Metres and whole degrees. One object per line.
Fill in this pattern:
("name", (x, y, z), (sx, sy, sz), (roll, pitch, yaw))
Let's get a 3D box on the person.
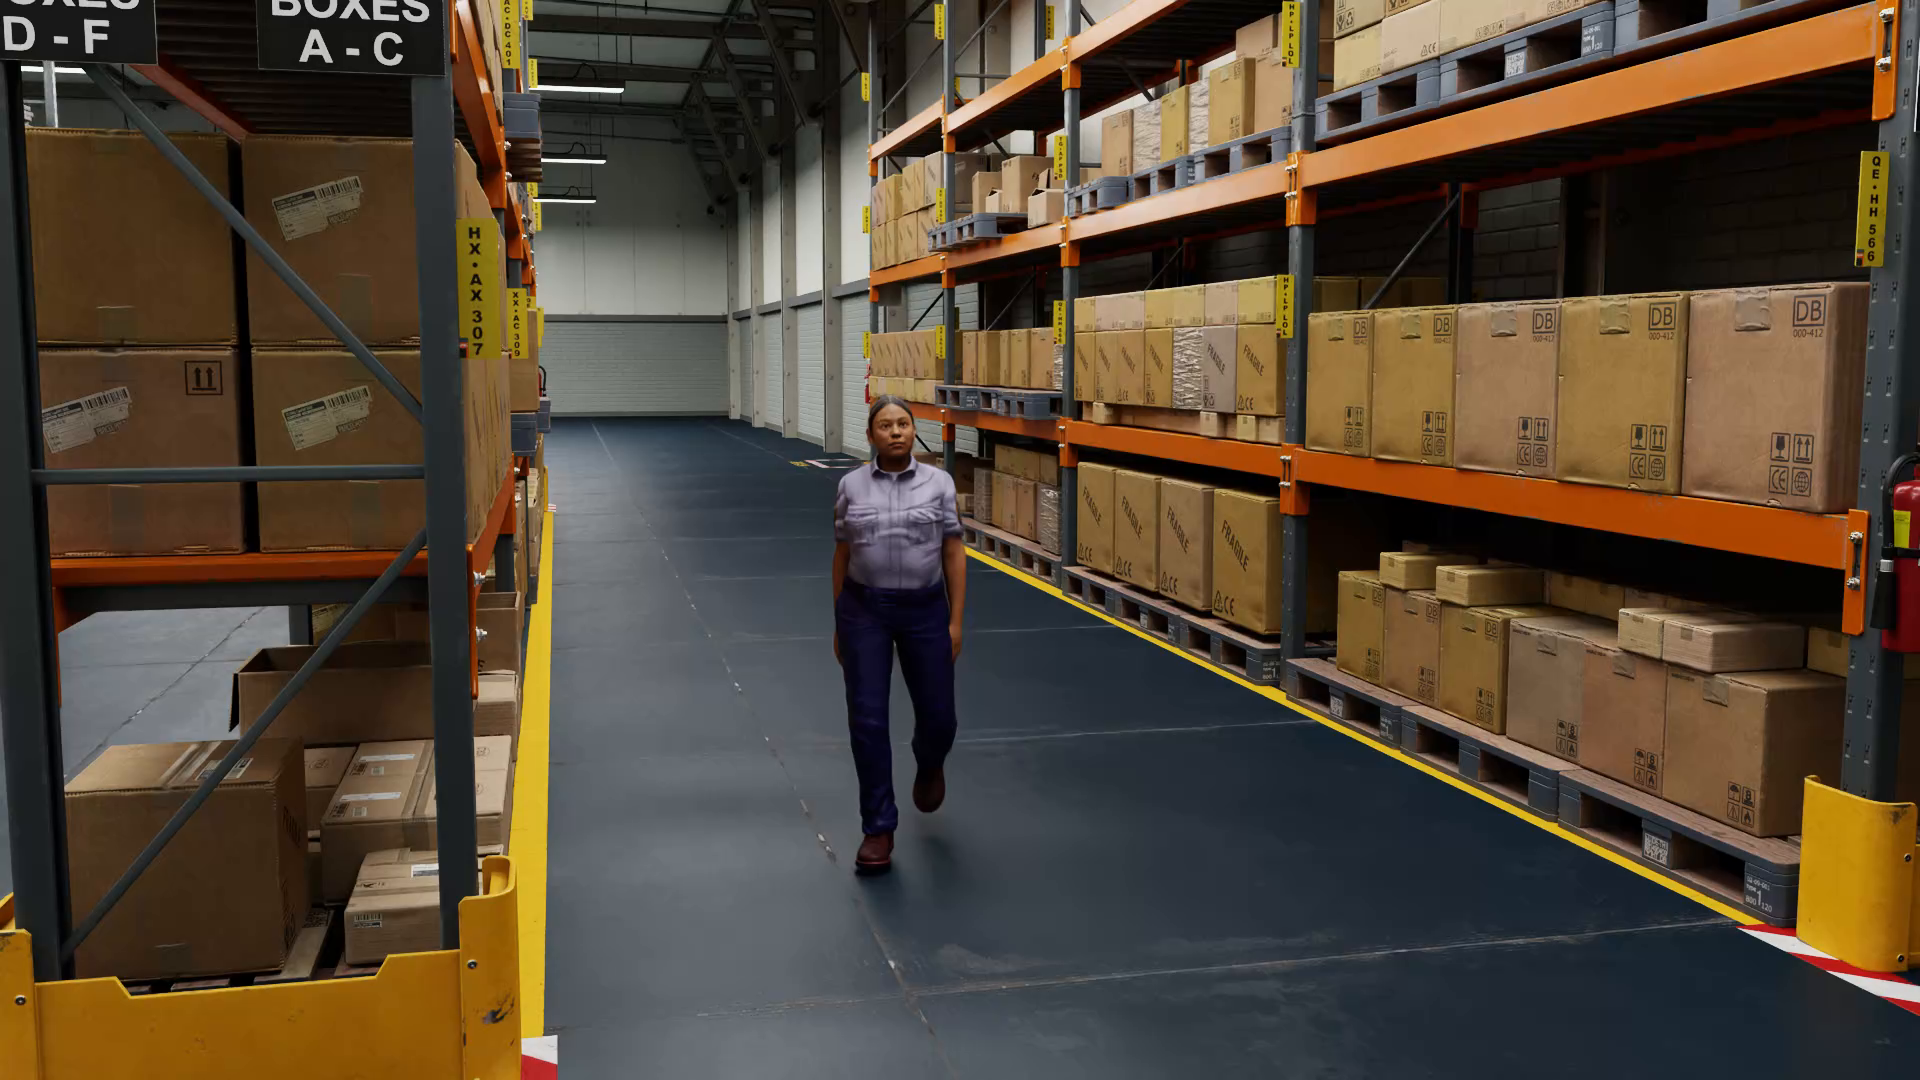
("person", (-0.217, 0.294, 5.965), (0.480, 1.622, 0.692), (0, 6, -1))
